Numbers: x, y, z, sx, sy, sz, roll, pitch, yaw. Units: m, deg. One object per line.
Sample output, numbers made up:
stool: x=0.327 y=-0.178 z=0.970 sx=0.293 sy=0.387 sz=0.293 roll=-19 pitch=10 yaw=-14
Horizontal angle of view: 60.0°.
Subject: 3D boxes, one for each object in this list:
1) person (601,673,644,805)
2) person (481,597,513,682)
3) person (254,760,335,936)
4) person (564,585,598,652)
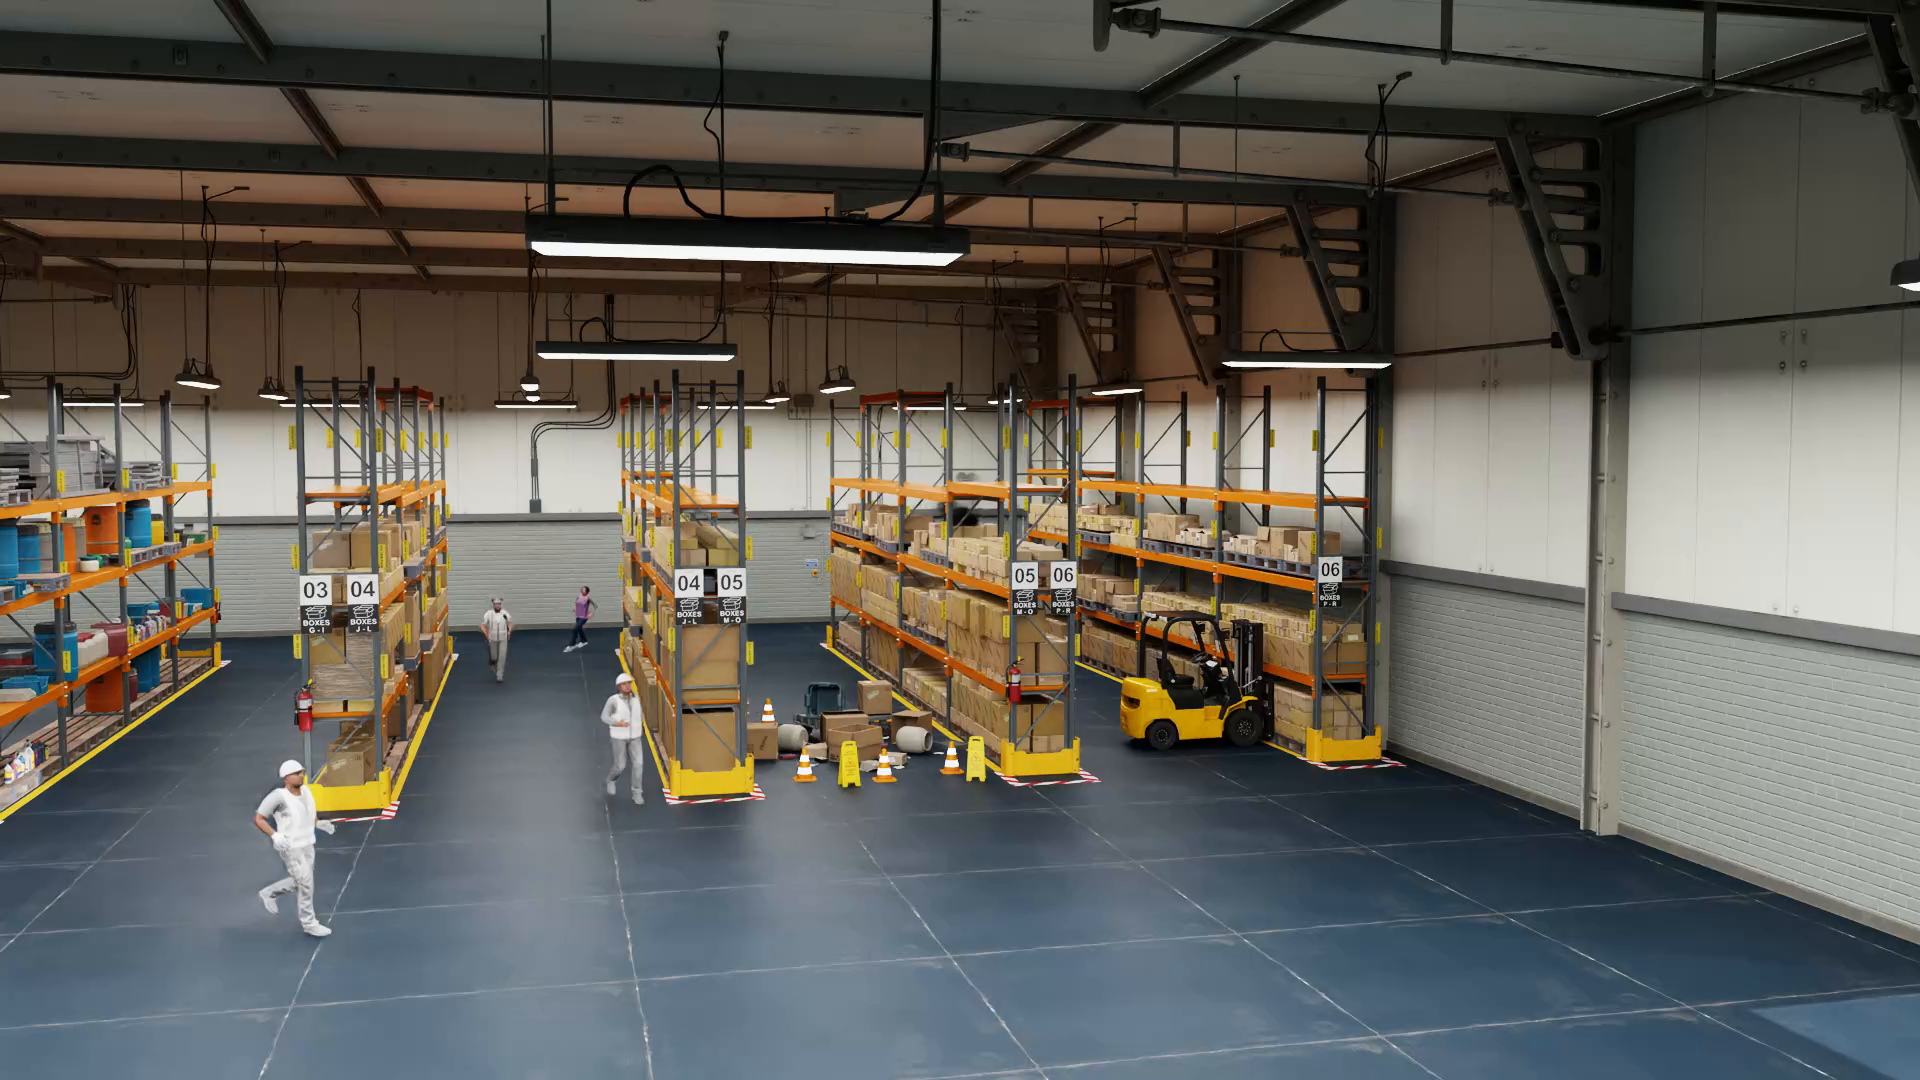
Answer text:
person: x=-4.652 y=2.739 z=23.073 sx=0.681 sy=1.794 sz=0.850 roll=-3 pitch=4 yaw=-39
person: x=-9.673 y=2.066 z=34.794 sx=0.663 sy=1.748 sz=0.769 roll=-1 pitch=4 yaw=-21
person: x=-6.797 y=3.120 z=16.905 sx=0.869 sy=1.776 sz=0.672 roll=1 pitch=4 yaw=14
person: x=-9.012 y=1.859 z=39.610 sx=0.688 sy=1.566 sz=0.727 roll=2 pitch=4 yaw=31
